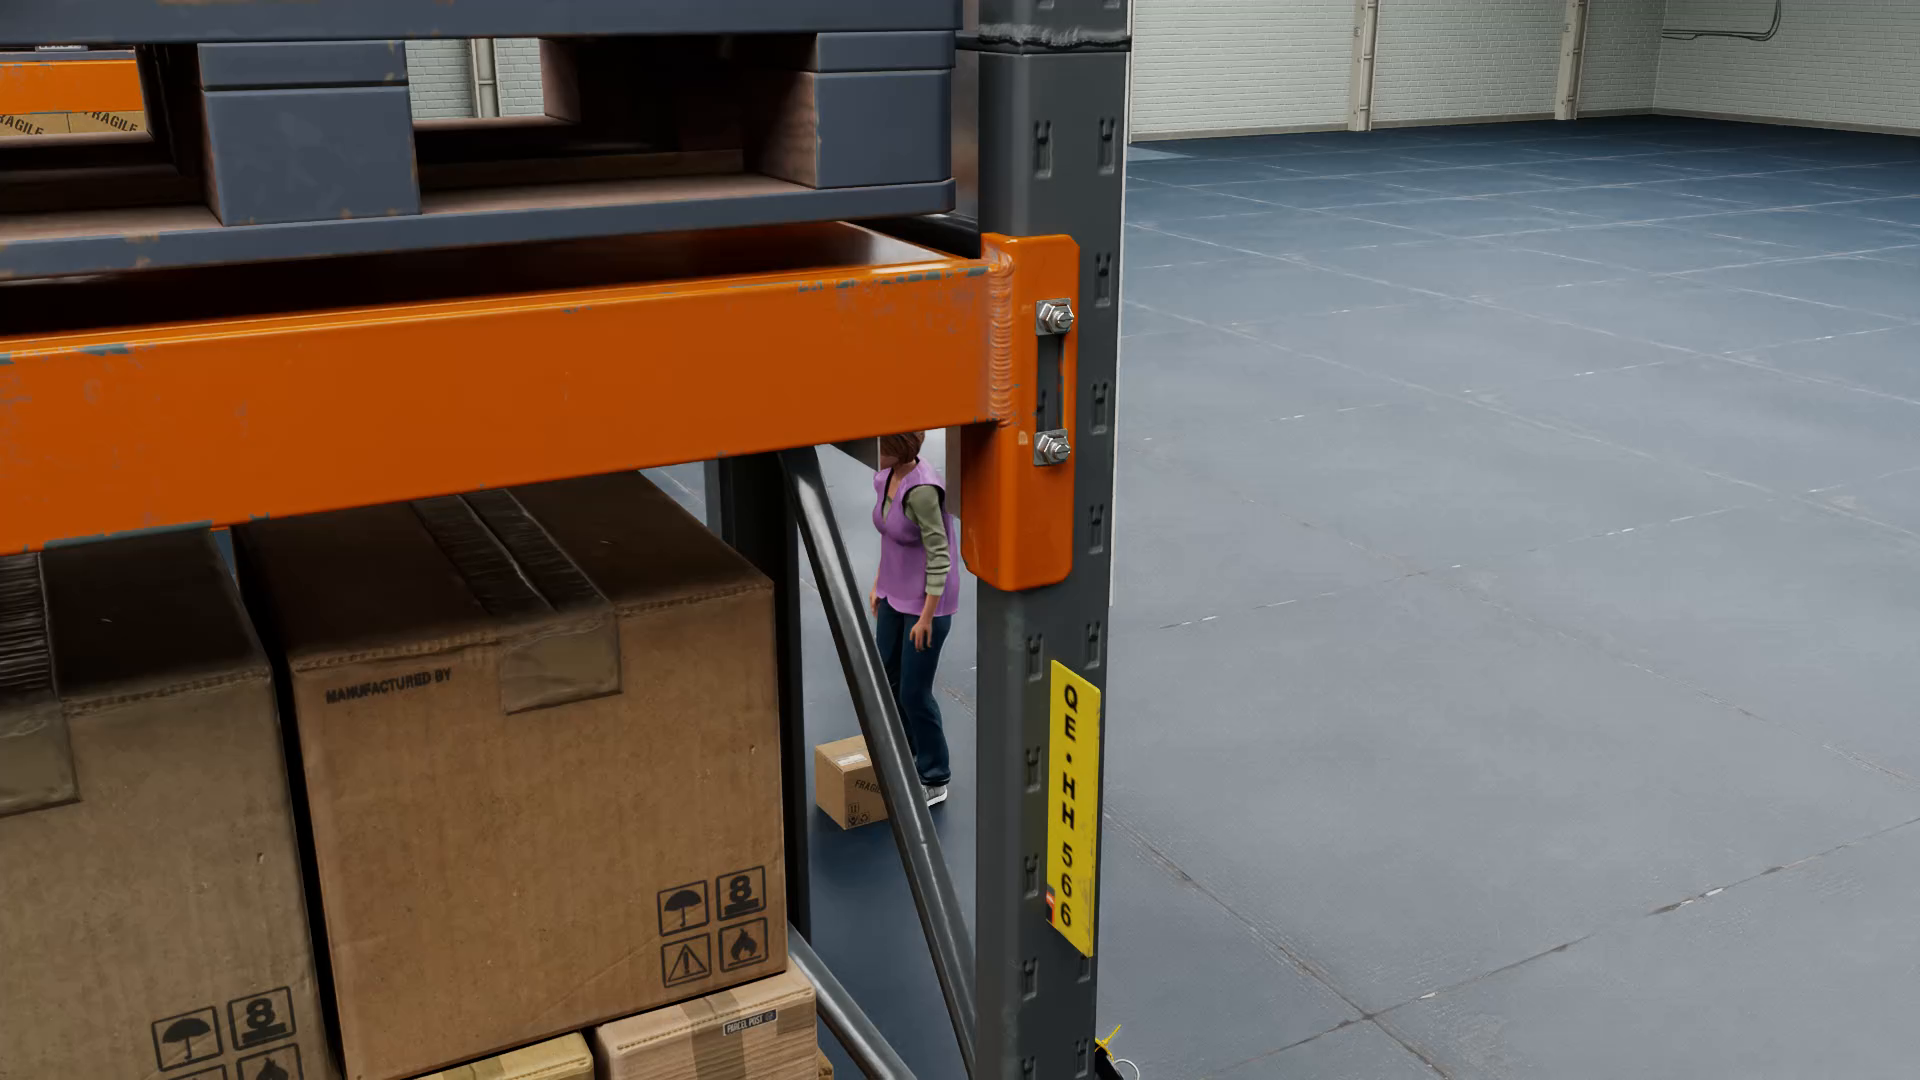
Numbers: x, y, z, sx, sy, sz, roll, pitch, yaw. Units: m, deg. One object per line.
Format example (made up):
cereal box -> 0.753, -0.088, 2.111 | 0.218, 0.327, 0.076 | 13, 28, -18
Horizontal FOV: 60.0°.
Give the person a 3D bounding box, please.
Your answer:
person -> -0.191, 0.255, 6.326 | 0.343, 1.594, 0.462 | -10, 21, -26
